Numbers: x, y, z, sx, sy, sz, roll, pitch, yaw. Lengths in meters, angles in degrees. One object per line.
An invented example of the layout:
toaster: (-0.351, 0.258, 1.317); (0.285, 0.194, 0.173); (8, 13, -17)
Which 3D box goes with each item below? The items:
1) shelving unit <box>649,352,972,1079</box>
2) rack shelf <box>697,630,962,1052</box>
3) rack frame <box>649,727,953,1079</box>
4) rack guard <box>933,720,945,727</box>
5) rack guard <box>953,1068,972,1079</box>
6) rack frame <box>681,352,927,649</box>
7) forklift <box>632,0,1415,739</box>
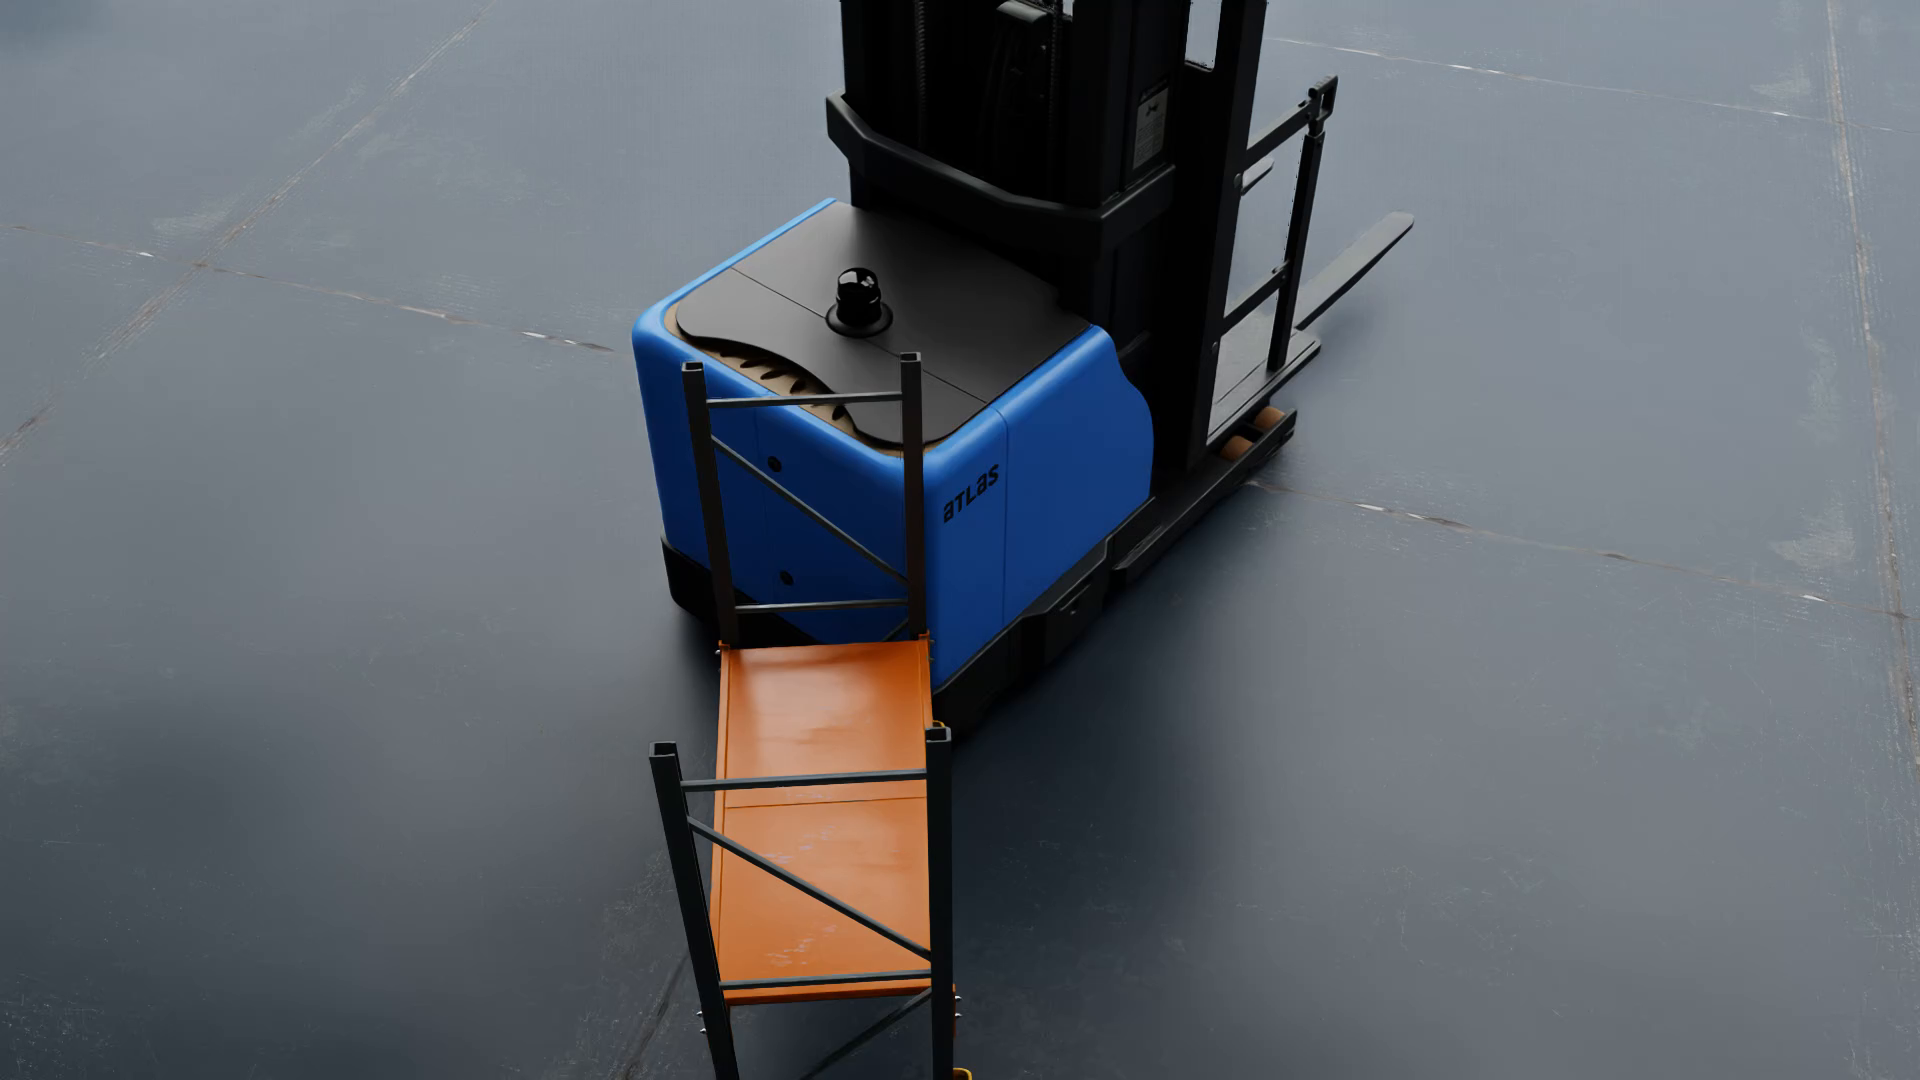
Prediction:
shelving unit: (-0.299, 0.510, 3.656); (0.587, 1.500, 1.083); (-3, 44, -3)
rack shelf: (-0.298, 0.645, 3.776); (0.538, 0.185, 1.000); (-3, 44, -3)
rack frame: (-0.265, 0.871, 3.287); (0.500, 1.500, 0.032); (-3, 44, -3)
rack guard: (-0.332, 0.609, 4.449); (0.587, 0.250, 0.087); (-3, 44, -3)
rack guard: (-0.266, 1.304, 3.738); (0.587, 0.250, 0.087); (-3, 44, -3)
rack frame: (-0.332, 0.162, 4.012); (0.500, 1.500, 0.032); (-3, 44, -3)
forklift: (0.459, -1.424, 4.609); (1.130, 2.935, 3.031); (30, 52, 27)
